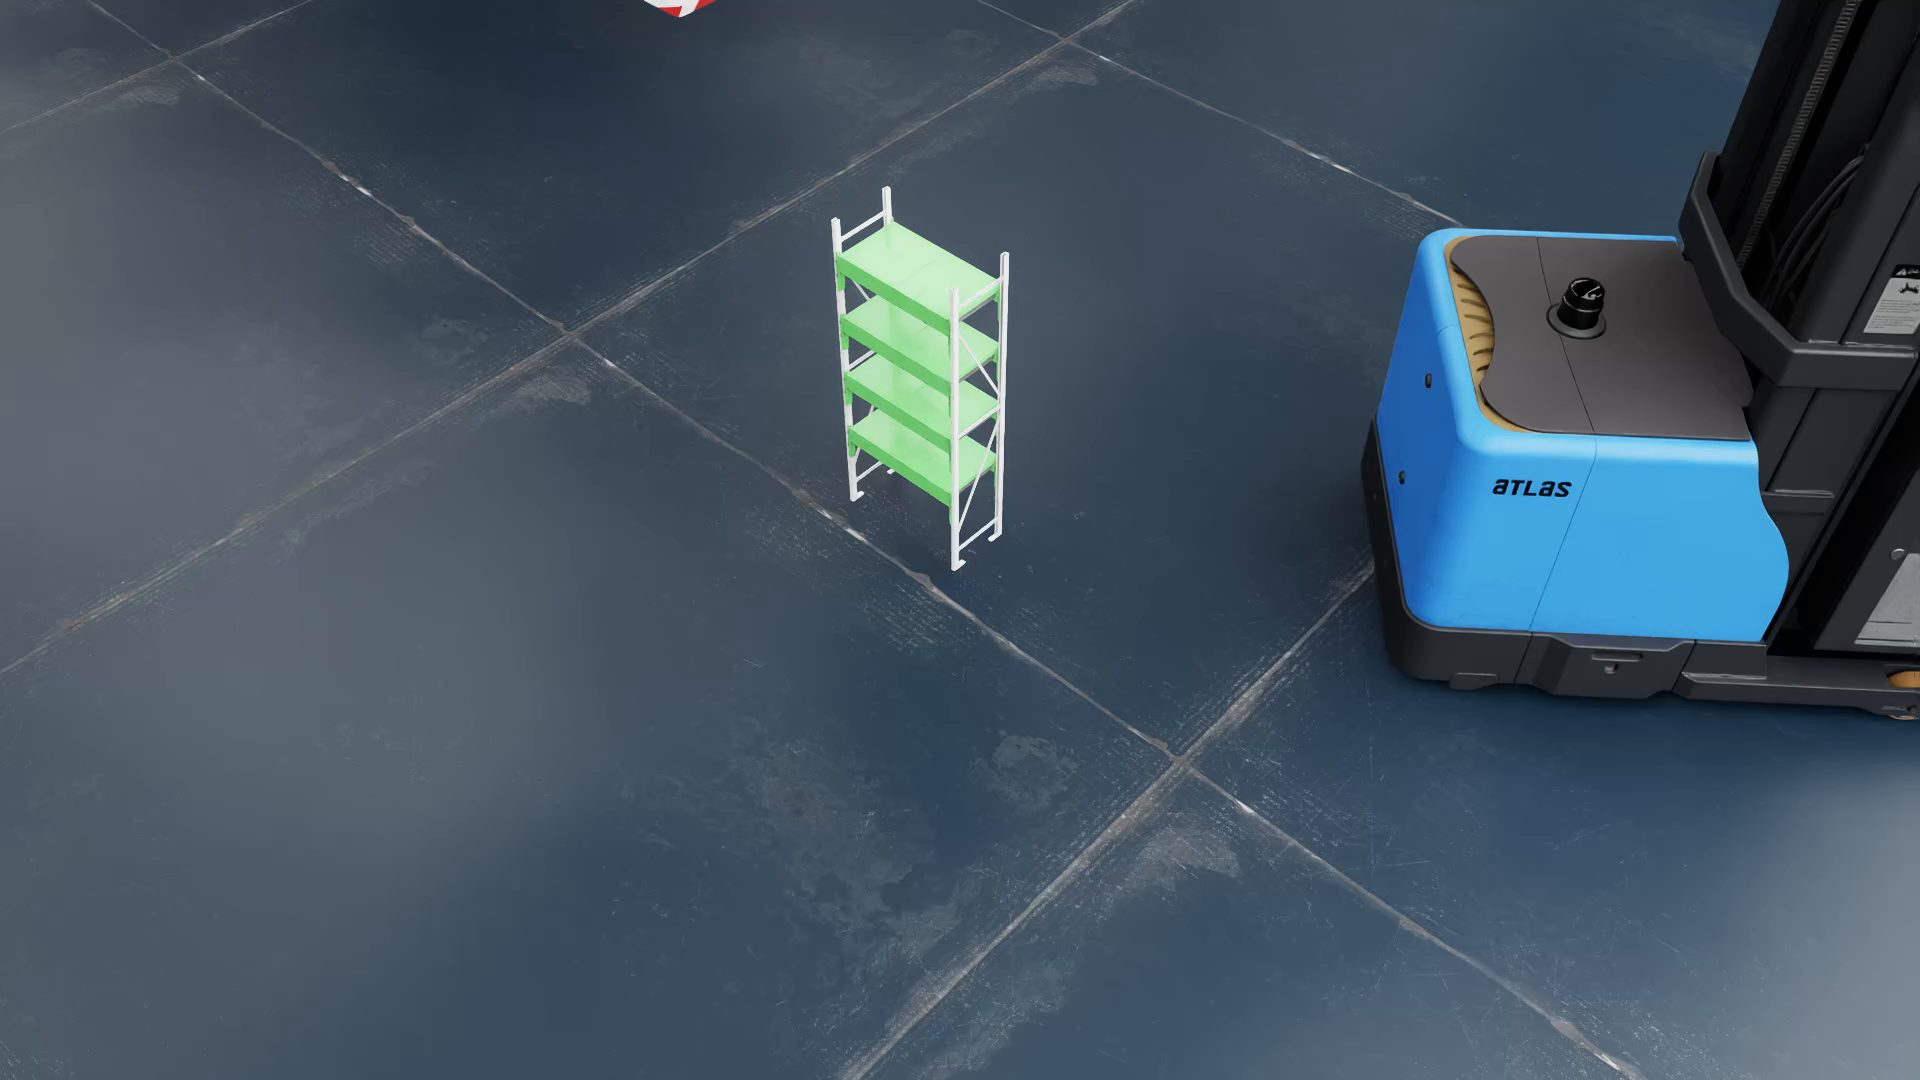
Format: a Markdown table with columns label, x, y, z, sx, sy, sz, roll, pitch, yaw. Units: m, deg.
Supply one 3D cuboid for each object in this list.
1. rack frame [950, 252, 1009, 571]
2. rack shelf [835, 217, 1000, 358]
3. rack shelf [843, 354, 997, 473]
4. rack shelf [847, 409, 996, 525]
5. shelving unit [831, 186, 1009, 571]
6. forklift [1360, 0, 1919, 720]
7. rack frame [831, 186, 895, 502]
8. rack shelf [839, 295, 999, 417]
| label | x | y | z | sx | sy | sz | roll | pitch | yaw |
| --- | --- | --- | --- | --- | --- | --- | --- | --- | --- |
| rack frame | 0.058 | -0.372 | 5.276 | 0.015 | 1.200 | 0.240 | 34 | 55 | 28 |
| rack shelf | -0.122 | -0.777 | 5.086 | 0.480 | 0.148 | 0.258 | 34 | 55 | 28 |
| rack shelf | -0.122 | -0.449 | 5.436 | 0.480 | 0.148 | 0.258 | 34 | 55 | 28 |
| rack shelf | -0.122 | -0.285 | 5.611 | 0.480 | 0.148 | 0.258 | 34 | 55 | 28 |
| shelving unit | -0.122 | -0.493 | 5.389 | 0.503 | 1.200 | 0.258 | 34 | 55 | 28 |
| forklift | 2.905 | -0.833 | 4.522 | 3.031 | 2.935 | 1.130 | 3 | 47 | 2 |
| rack frame | -0.301 | -0.613 | 5.503 | 0.015 | 1.200 | 0.240 | 34 | 55 | 28 |
| rack shelf | -0.122 | -0.613 | 5.261 | 0.480 | 0.148 | 0.258 | 34 | 55 | 28 |
